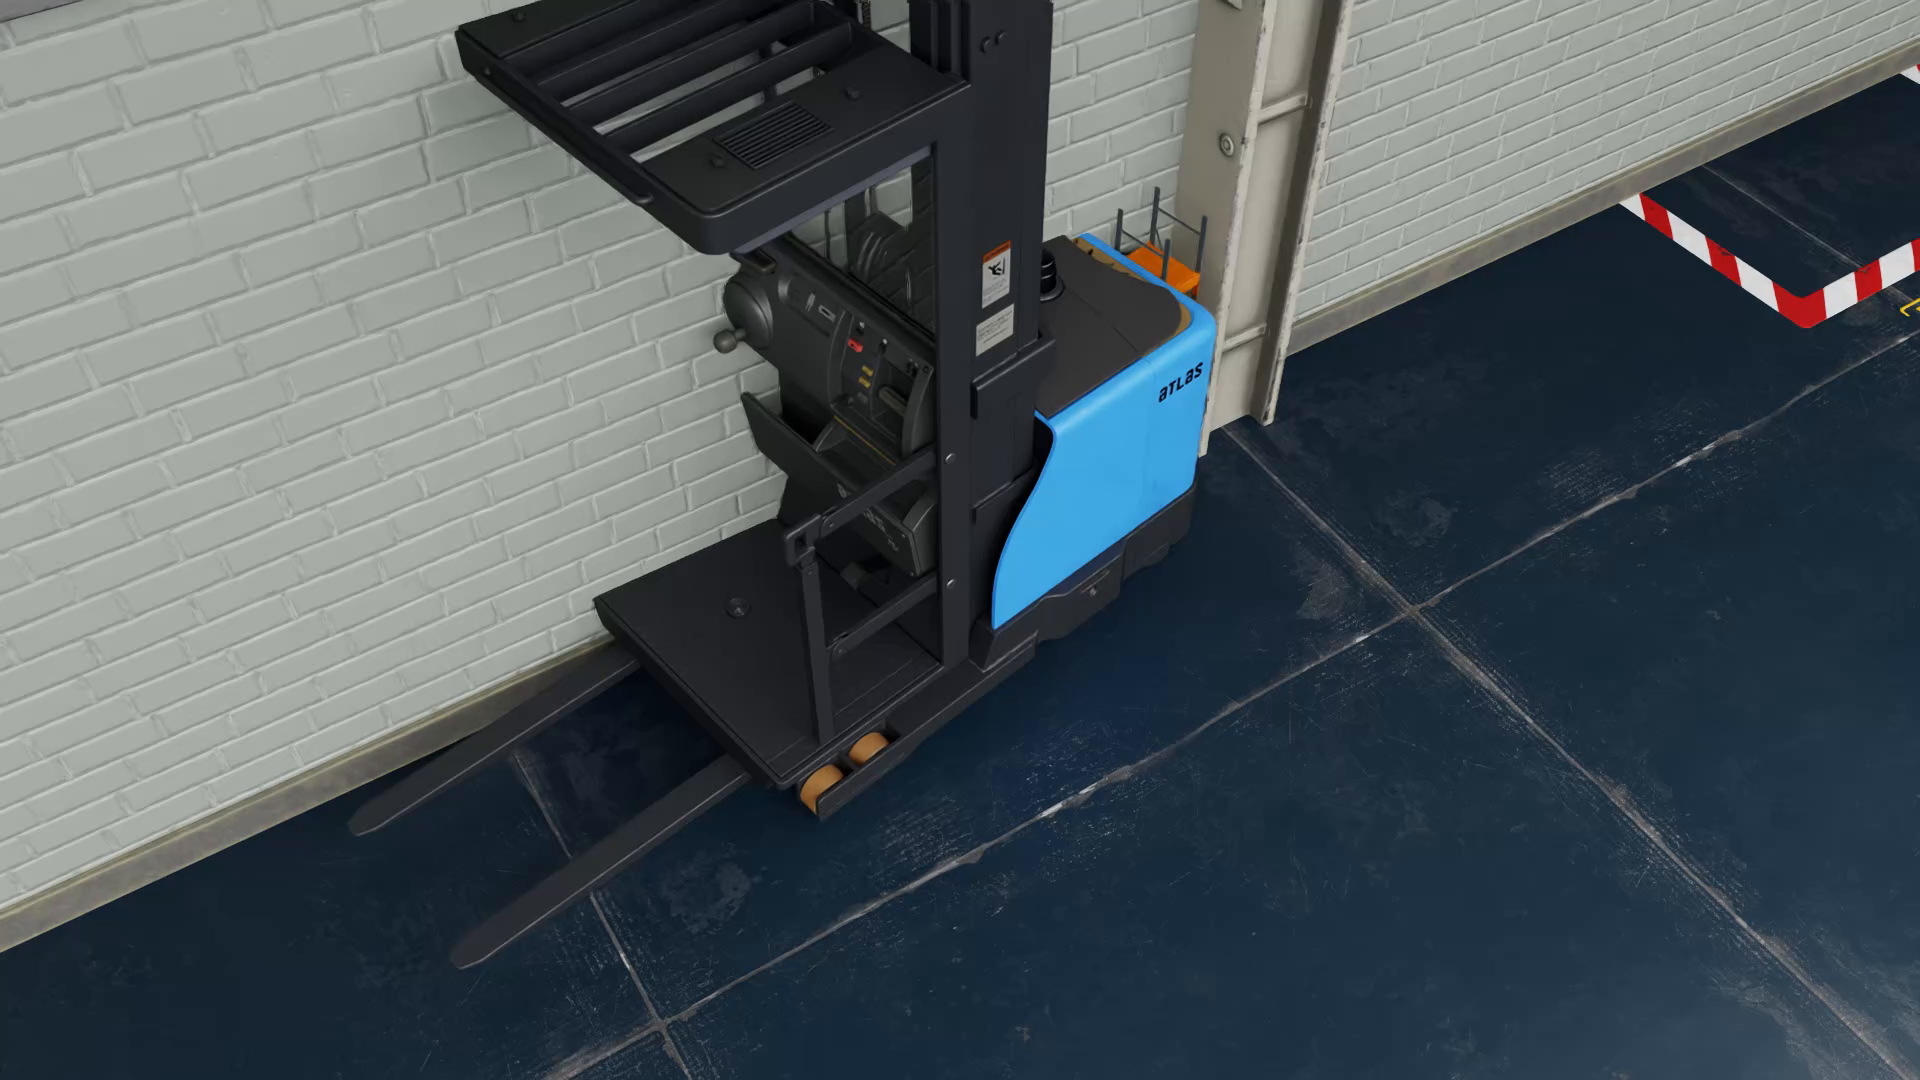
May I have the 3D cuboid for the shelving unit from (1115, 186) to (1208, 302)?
[{"bbox_3d":[0.687,-0.707,6.077,0.189,1.200,0.258,-34,57,-27],"label":"shelving unit"}]

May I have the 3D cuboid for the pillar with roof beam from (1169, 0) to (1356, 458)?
[{"bbox_3d":[3.310,-0.770,0.910,0.400,9.000,9.100,-25,53,-21],"label":"pillar with roof beam"}]

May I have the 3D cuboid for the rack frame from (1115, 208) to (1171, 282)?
[{"bbox_3d":[0.620,-0.661,6.036,0.006,1.200,0.240,-34,57,-27],"label":"rack frame"}]

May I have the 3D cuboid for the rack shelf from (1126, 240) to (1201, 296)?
[{"bbox_3d":[0.687,-0.917,5.841,0.180,0.103,0.258,-34,57,-27],"label":"rack shelf"}]

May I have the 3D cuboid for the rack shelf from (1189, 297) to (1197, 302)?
[{"bbox_3d":[0.687,-0.838,5.931,0.180,0.103,0.258,-34,57,-27],"label":"rack shelf"}]

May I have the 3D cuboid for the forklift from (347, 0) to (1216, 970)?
[{"bbox_3d":[-0.564,-0.521,4.751,3.031,2.935,1.130,-34,57,-27],"label":"forklift"}]

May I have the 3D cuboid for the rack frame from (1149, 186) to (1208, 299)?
[{"bbox_3d":[0.755,-0.753,6.118,0.006,1.200,0.240,-34,57,-27],"label":"rack frame"}]
